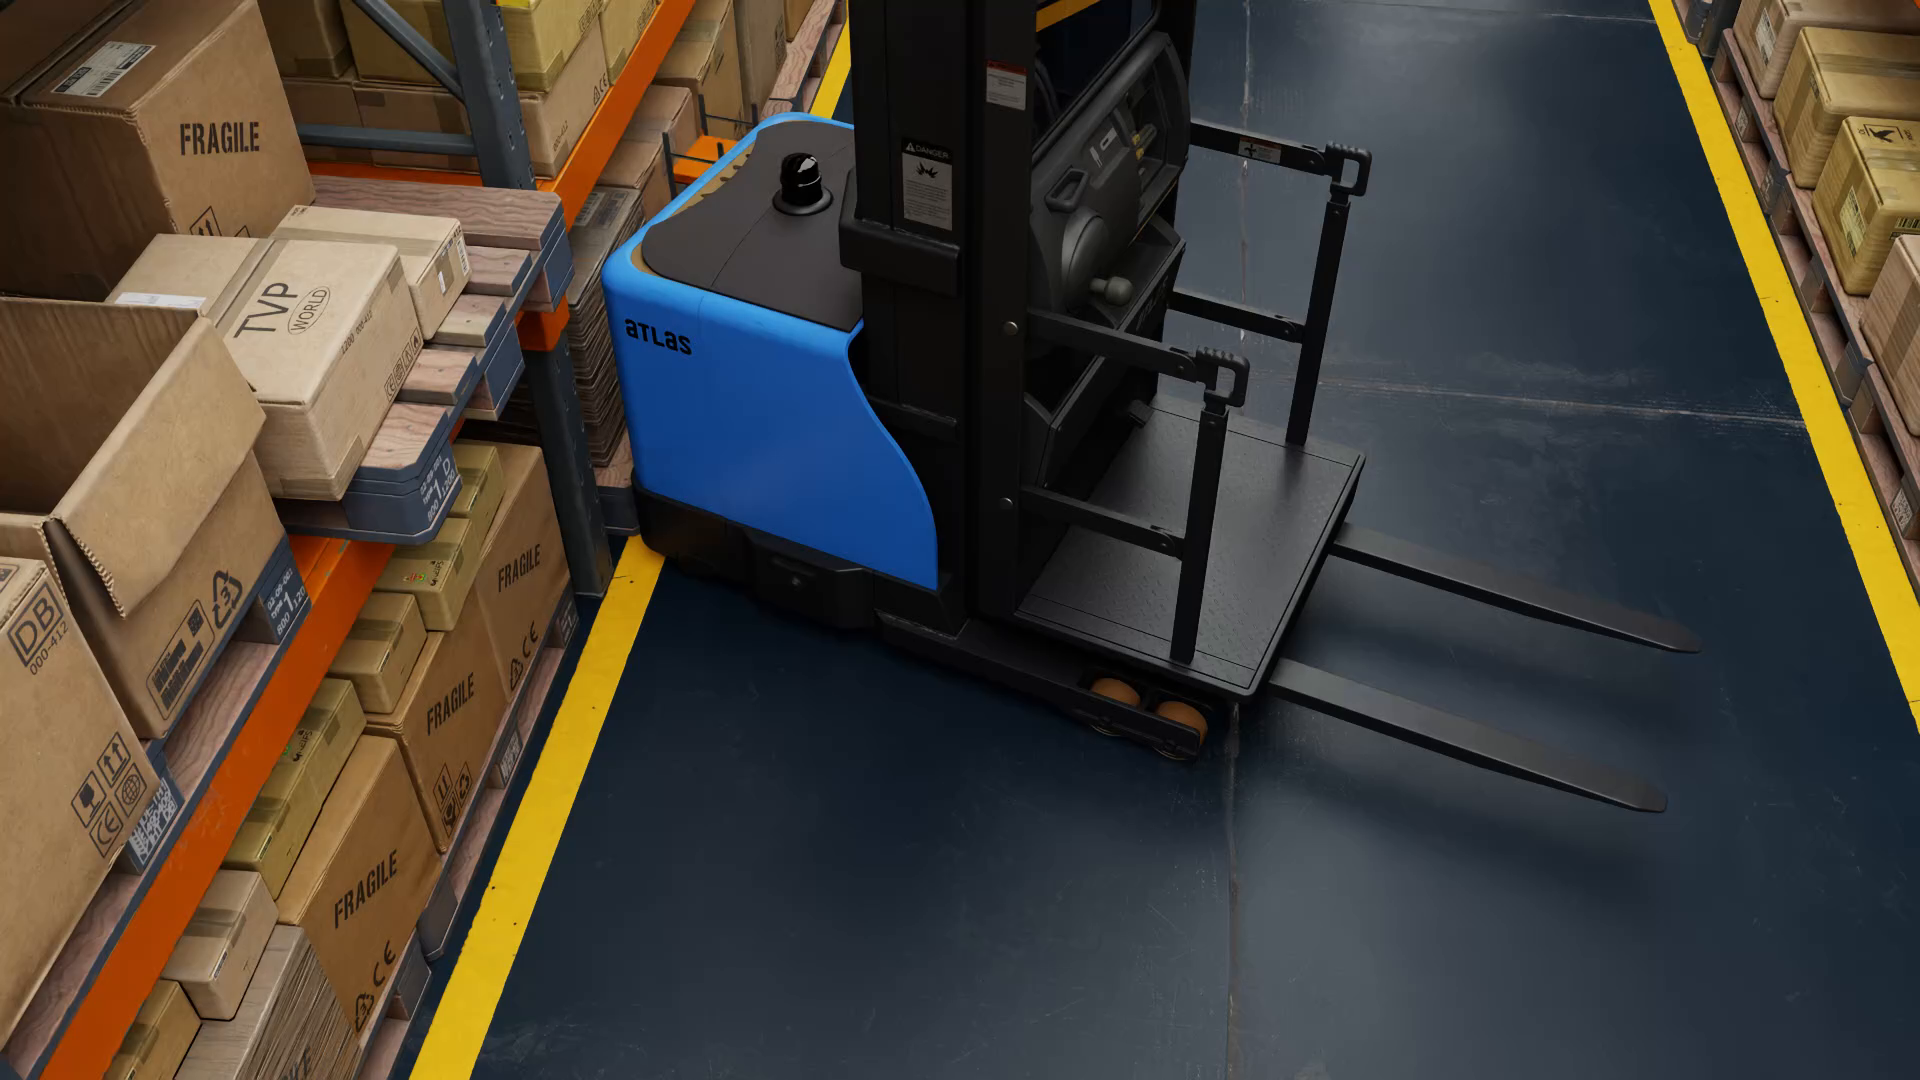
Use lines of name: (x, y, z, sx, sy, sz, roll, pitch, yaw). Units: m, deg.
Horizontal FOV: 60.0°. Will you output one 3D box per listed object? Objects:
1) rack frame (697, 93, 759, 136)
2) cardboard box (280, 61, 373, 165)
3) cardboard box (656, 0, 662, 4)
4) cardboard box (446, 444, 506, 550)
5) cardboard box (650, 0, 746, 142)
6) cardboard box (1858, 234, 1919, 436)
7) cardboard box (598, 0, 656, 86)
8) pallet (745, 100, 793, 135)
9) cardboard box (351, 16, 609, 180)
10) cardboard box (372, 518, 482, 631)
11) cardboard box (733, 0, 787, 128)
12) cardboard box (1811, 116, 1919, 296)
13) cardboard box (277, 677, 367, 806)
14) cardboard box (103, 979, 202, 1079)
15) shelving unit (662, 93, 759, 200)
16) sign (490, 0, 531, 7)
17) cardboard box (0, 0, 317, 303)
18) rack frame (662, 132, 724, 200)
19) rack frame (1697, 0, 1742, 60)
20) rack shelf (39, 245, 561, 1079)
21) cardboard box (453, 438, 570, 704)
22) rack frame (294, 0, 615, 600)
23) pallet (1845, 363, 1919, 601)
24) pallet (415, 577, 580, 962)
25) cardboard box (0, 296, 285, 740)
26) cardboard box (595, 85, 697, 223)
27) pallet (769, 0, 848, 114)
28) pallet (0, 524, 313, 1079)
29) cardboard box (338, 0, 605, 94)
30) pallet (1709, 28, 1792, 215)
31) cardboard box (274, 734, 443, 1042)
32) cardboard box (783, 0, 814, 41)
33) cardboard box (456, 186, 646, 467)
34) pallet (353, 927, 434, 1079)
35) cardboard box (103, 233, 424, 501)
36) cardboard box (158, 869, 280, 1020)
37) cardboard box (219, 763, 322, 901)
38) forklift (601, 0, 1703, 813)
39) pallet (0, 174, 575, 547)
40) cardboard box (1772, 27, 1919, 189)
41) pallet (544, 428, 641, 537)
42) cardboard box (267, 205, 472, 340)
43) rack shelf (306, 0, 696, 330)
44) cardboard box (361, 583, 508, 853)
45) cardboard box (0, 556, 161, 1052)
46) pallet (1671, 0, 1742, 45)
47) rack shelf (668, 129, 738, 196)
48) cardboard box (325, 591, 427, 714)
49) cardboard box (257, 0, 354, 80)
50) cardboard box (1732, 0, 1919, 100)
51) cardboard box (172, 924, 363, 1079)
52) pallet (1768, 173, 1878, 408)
rack frame: (-0.721, -0.991, 5.526, 0.200, 1.050, 0.008, 14, 46, 14)
cardboard box: (-1.767, -1.270, 4.519, 0.500, 0.250, 0.500, 4, 44, 5)
cardboard box: (-1.139, -1.915, 5.199, 0.500, 0.250, 0.500, 4, 44, 4)
cardboard box: (-1.387, -0.116, 4.231, 0.380, 0.149, 0.250, 3, 44, 3)
cardboard box: (-1.309, -1.614, 6.194, 0.875, 0.625, 0.625, 4, 44, 4)
cardboard box: (3.522, -0.632, 5.342, 0.950, 0.372, 0.625, 4, 44, 5)
cardboard box: (-1.200, -1.563, 4.828, 0.500, 0.250, 0.500, 4, 44, 5)
pallet: (-1.261, -1.369, 6.542, 1.003, 0.211, 1.213, 5, 44, 6)
cardboard box: (-1.272, -1.221, 4.467, 0.500, 0.250, 0.500, 5, 44, 6)
cardboard box: (-1.392, 0.073, 4.032, 0.380, 0.149, 0.250, 3, 44, 3)
cardboard box: (-1.212, -2.126, 6.736, 0.875, 0.625, 0.625, 5, 44, 5)
cardboard box: (3.628, -1.149, 5.887, 0.950, 0.372, 0.625, 7, 44, 7)
cardboard box: (-1.550, 0.424, 3.661, 0.380, 0.149, 0.250, 6, 44, 7)
cardboard box: (-1.673, 0.948, 3.108, 0.380, 0.149, 0.250, 5, 44, 6)
shelving unit: (-0.761, -0.911, 5.444, 0.215, 1.050, 0.252, 14, 46, 14)
sign: (-1.033, -1.344, 3.703, 0.100, 0.325, 0.005, 5, 44, 6)
cardboard box: (-1.795, -0.847, 3.585, 0.500, 0.500, 0.500, 7, 44, 7)
rack frame: (-0.802, -0.831, 5.361, 0.200, 1.050, 0.008, 14, 46, 14)
rack frame: (3.877, -3.272, 6.524, 1.000, 3.000, 0.127, 5, 44, 6)
rack shelf: (-1.837, 0.629, 2.927, 1.077, 0.370, 4.000, 5, 44, 6)
cardboard box: (-1.415, 0.068, 4.509, 0.500, 0.500, 0.500, 6, 44, 7)
rack frame: (-1.572, -0.995, 4.119, 1.000, 3.000, 0.127, 5, 44, 6)
pallet: (3.453, -0.066, 5.166, 1.003, 0.211, 1.213, 5, 44, 6)
pallet: (-1.709, 0.523, 4.544, 1.003, 0.211, 1.213, 5, 44, 6)
cardboard box: (-1.605, -0.056, 2.746, 0.797, 0.503, 0.637, 4, 44, 5)
cardboard box: (-1.398, -1.155, 5.710, 0.875, 0.625, 0.625, 7, 44, 7)
pallet: (-1.102, -2.203, 7.423, 1.003, 0.211, 1.213, 5, 44, 6)
pallet: (-1.825, 0.401, 2.785, 1.003, 0.211, 1.213, 5, 44, 6)
cardboard box: (-1.247, -1.400, 4.292, 0.500, 0.250, 0.500, 5, 44, 5)
pallet: (3.776, -1.729, 6.922, 1.003, 0.211, 1.213, 5, 44, 6)
cardboard box: (-1.558, 0.765, 3.773, 0.500, 0.500, 0.500, 7, 44, 7)
cardboard box: (-1.101, -2.655, 7.294, 0.875, 0.625, 0.625, 7, 44, 7)
cardboard box: (-1.476, -0.709, 5.239, 0.875, 0.625, 0.625, 7, 44, 7)
pallet: (-1.872, 1.352, 3.668, 1.003, 0.211, 1.213, 5, 44, 6)
cardboard box: (-1.391, -0.344, 3.236, 0.500, 0.250, 0.500, 3, 44, 4)
cardboard box: (-1.590, 0.786, 3.280, 0.380, 0.149, 0.250, 3, 44, 4)
cardboard box: (-1.583, 0.595, 3.481, 0.380, 0.149, 0.250, 5, 44, 5)
forklift: (0.564, -0.876, 4.043, 3.031, 2.935, 1.130, 18, 46, 18)
pallet: (-1.592, -0.457, 3.690, 1.213, 0.211, 1.003, 5, 44, 6)
cardboard box: (3.718, -1.623, 6.388, 0.950, 0.372, 0.625, 8, 44, 8)
pallet: (-1.425, -0.540, 5.667, 1.003, 0.211, 1.213, 5, 44, 6)
cardboard box: (-1.279, -0.574, 3.551, 0.380, 0.149, 0.250, 6, 44, 6)
rack shelf: (-1.308, -2.097, 5.806, 1.077, 0.370, 4.000, 5, 44, 6)
cardboard box: (-1.492, 0.408, 4.150, 0.500, 0.500, 0.500, 5, 44, 5)
cardboard box: (-1.643, 0.345, 2.326, 0.700, 0.500, 0.500, 5, 44, 5)
pallet: (3.931, -2.721, 7.970, 1.003, 0.211, 1.213, 5, 44, 6)
rack shelf: (-0.763, -1.108, 5.254, 0.215, 0.259, 0.240, 14, 46, 14)
cardboard box: (-1.471, 0.249, 3.847, 0.380, 0.149, 0.250, 4, 44, 4)
cardboard box: (-1.788, -1.453, 4.349, 0.500, 0.250, 0.500, 6, 44, 6)
cardboard box: (3.810, -2.113, 6.906, 0.950, 0.372, 0.625, 6, 44, 6)
cardboard box: (-1.609, 1.121, 3.397, 0.500, 0.500, 0.500, 4, 44, 4)
pallet: (3.617, -0.895, 6.042, 1.003, 0.211, 1.213, 5, 44, 6)
